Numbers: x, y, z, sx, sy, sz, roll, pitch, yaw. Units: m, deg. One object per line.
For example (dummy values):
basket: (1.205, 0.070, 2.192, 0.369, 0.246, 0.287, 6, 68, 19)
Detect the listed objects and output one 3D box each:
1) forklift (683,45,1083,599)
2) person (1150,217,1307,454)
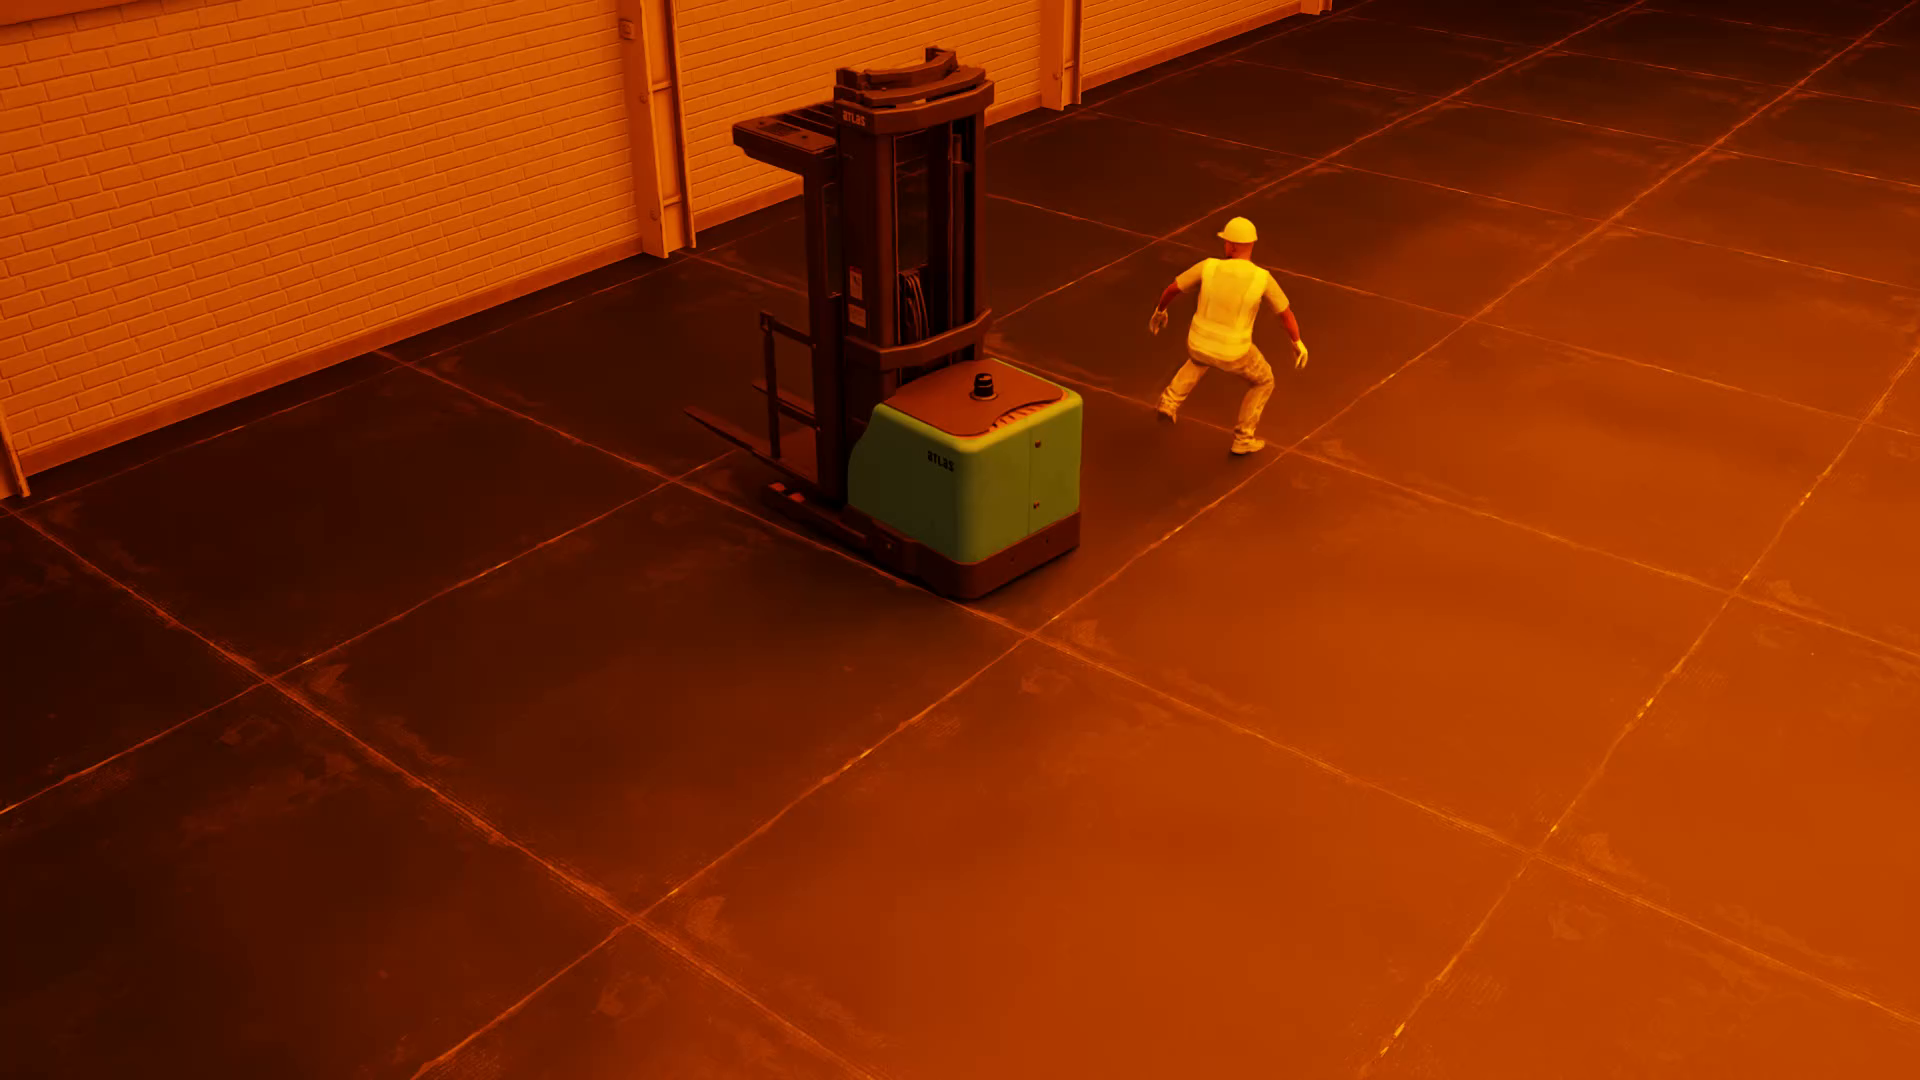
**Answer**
forklift: (-0.643, -1.563, 10.269, 1.130, 2.935, 3.031, -26, 39, -37)
person: (1.818, -1.375, 11.253, 1.033, 1.659, 0.524, 18, 35, 27)
